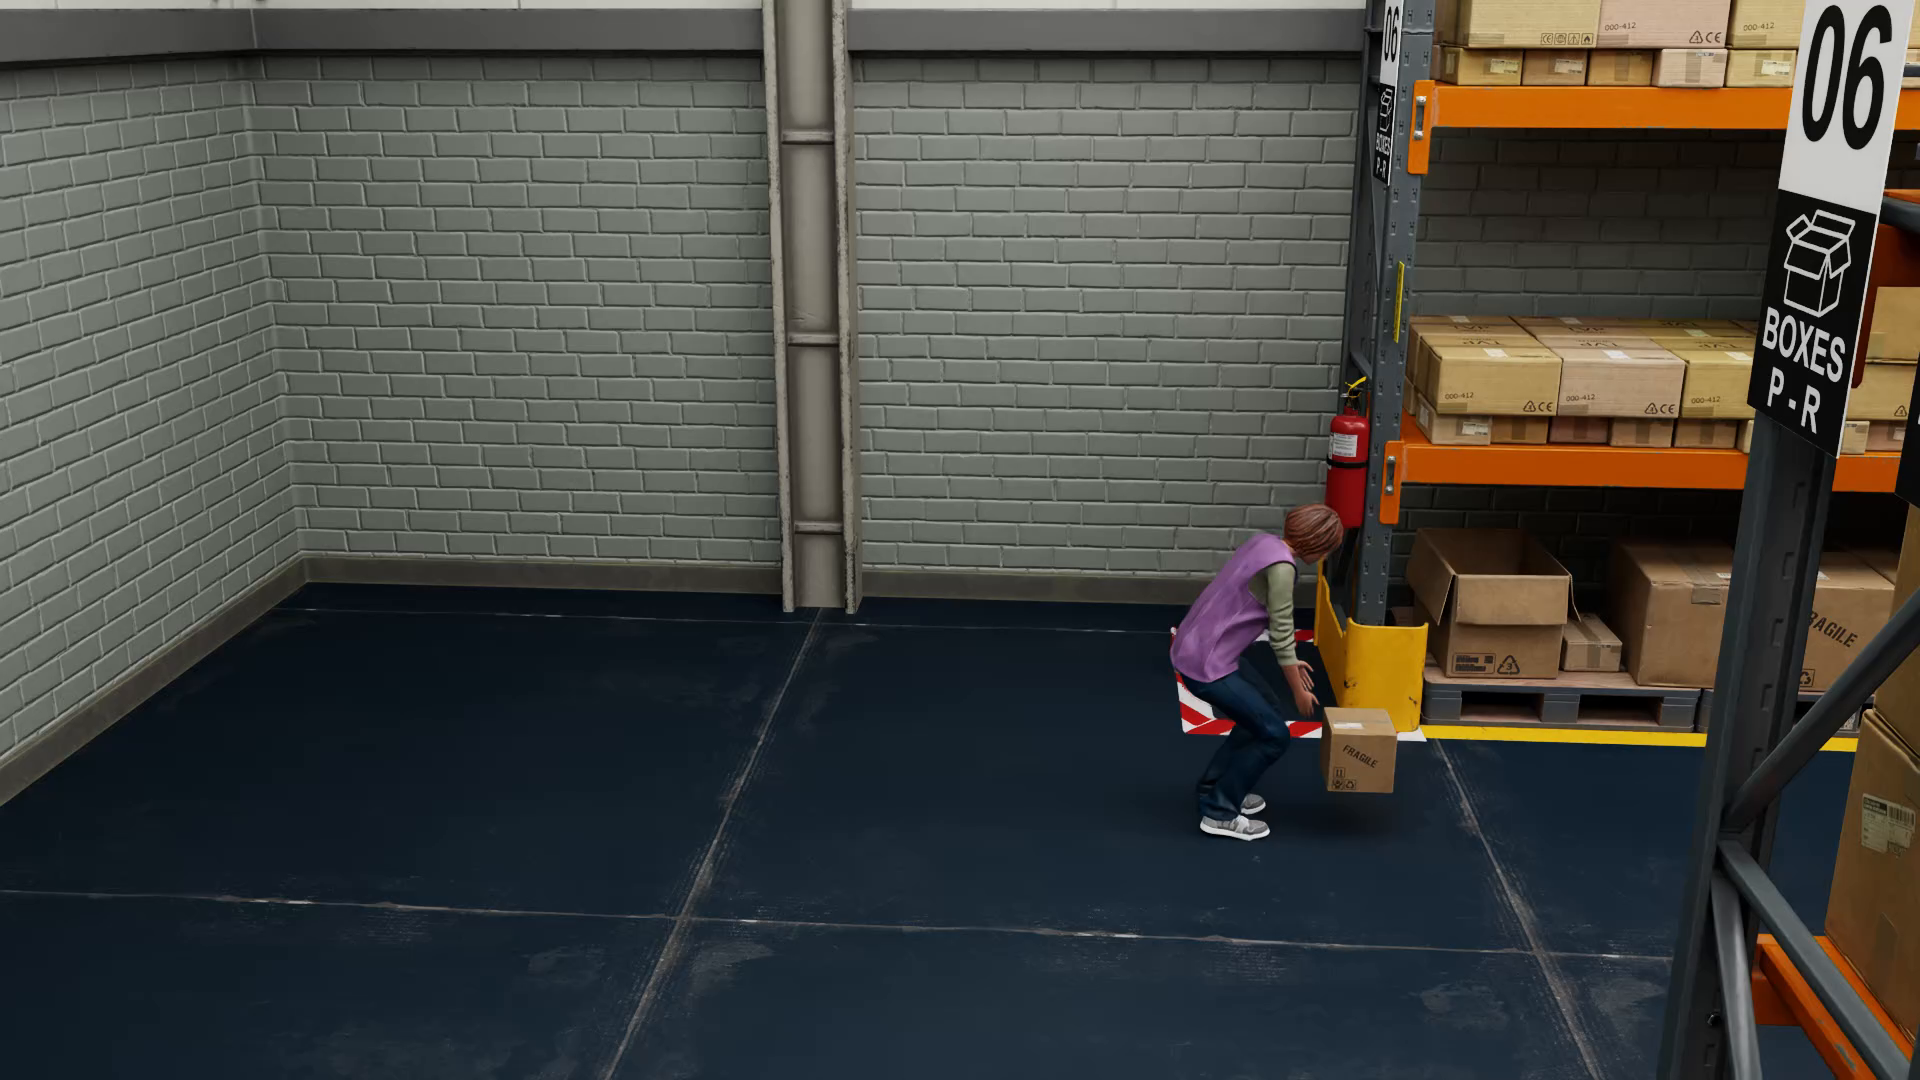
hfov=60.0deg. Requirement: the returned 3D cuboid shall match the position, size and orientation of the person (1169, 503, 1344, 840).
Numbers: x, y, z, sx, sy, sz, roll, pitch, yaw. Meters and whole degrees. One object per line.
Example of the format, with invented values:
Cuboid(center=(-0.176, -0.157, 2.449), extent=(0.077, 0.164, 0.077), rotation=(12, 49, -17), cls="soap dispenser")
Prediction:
Cuboid(center=(1.136, 0.491, 6.497), extent=(0.639, 1.325, 0.462), rotation=(1, 18, 4), cls="person")
